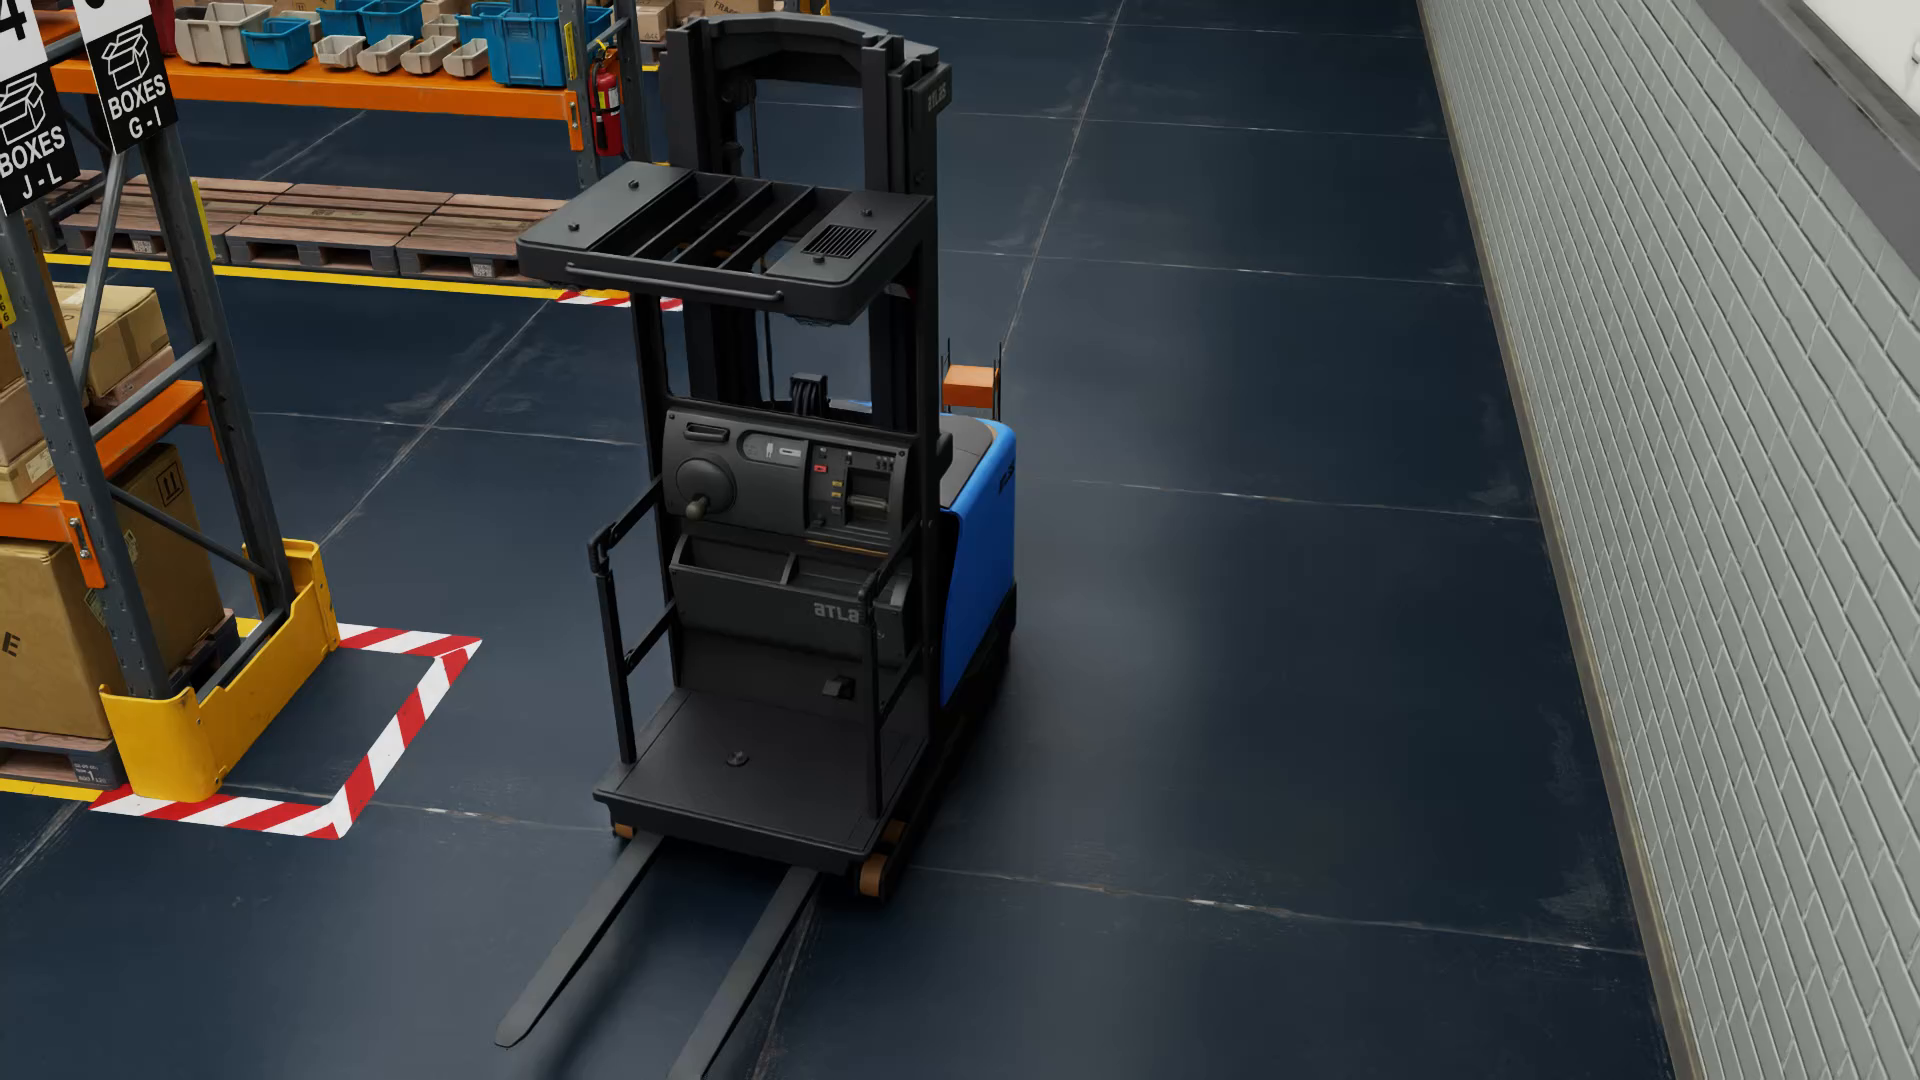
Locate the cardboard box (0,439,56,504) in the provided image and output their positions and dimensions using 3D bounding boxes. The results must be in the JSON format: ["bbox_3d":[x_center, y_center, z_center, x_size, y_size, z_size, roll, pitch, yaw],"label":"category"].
[{"bbox_3d":[-3.485,-0.301,6.140,0.250,0.149,0.380,6,33,9],"label":"cardboard box"}]

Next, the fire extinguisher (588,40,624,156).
[{"bbox_3d":[-2.174,-2.696,10.154,0.183,0.674,0.296,5,32,8],"label":"fire extinguisher"}]

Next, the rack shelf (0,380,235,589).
[{"bbox_3d":[-5.051,-0.421,6.774,4.000,0.370,1.077,5,32,8],"label":"rack shelf"}]

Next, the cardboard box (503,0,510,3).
[{"bbox_3d":[-4.003,-5.163,15.790,0.500,0.311,0.500,5,32,8],"label":"cardboard box"}]

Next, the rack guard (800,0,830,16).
[{"bbox_3d":[-1.484,-4.676,15.249,0.348,0.500,1.175,5,32,8],"label":"rack guard"}]

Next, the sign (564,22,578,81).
[{"bbox_3d":[-2.322,-2.918,9.931,0.005,0.325,0.100,5,32,8],"label":"sign"}]

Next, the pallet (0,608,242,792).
[{"bbox_3d":[-3.880,0.604,7.086,1.213,0.211,1.003,5,32,8],"label":"pallet"}]

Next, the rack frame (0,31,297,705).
[{"bbox_3d":[-3.079,-0.548,6.298,0.127,3.000,1.000,5,32,8],"label":"rack frame"}]

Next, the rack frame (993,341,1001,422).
[{"bbox_3d":[0.173,-0.429,7.946,0.008,1.050,0.200,5,32,8],"label":"rack frame"}]

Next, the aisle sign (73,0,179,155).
[{"bbox_3d":[-2.958,-1.800,5.848,0.004,0.787,0.394,5,32,8],"label":"aisle sign"}]

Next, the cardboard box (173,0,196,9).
[{"bbox_3d":[-7.368,-5.244,15.742,0.500,0.500,0.500,4,32,7],"label":"cardboard box"}]

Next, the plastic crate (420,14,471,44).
[{"bbox_3d":[-3.405,-3.378,11.012,0.298,0.136,0.250,5,32,8],"label":"plastic crate"}]

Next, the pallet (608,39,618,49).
[{"bbox_3d":[-3.469,-4.734,15.614,1.213,0.211,1.003,5,32,8],"label":"pallet"}]

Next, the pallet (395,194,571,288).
[{"bbox_3d":[-3.052,-2.050,11.326,1.213,0.211,1.003,5,32,8],"label":"pallet"}]

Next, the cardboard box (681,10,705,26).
[{"bbox_3d":[-2.370,-4.717,15.214,0.250,0.166,0.380,5,32,8],"label":"cardboard box"}]

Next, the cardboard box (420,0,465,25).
[{"bbox_3d":[-4.974,-4.982,15.501,0.500,0.311,0.500,5,32,8],"label":"cardboard box"}]

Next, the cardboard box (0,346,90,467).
[{"bbox_3d":[-3.601,-0.515,6.106,0.500,0.250,0.500,5,32,7],"label":"cardboard box"}]

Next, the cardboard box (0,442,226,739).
[{"bbox_3d":[-3.723,0.160,6.774,0.875,0.875,0.875,5,32,8],"label":"cardboard box"}]

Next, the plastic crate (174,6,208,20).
[{"bbox_3d":[-5.040,-3.444,11.129,0.590,0.125,0.437,5,32,8],"label":"plastic crate"}]

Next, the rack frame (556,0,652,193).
[{"bbox_3d":[-2.246,-3.138,10.436,0.127,3.000,1.000,5,32,8],"label":"rack frame"}]

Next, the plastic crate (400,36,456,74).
[{"bbox_3d":[-3.363,-3.063,10.509,0.243,0.136,0.396,5,32,8],"label":"plastic crate"}]

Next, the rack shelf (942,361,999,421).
[{"bbox_3d":[0.053,-0.672,7.819,0.240,0.259,0.215,5,32,8],"label":"rack shelf"}]

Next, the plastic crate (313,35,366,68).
[{"bbox_3d":[-3.937,-3.092,10.555,0.250,0.136,0.298,5,32,8],"label":"plastic crate"}]

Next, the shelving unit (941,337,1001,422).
[{"bbox_3d":[0.053,-0.440,7.964,0.252,1.050,0.215,5,32,8],"label":"shelving unit"}]

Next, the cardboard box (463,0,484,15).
[{"bbox_3d":[-4.742,-5.310,15.847,0.500,0.500,0.500,5,32,8],"label":"cardboard box"}]

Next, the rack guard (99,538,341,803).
[{"bbox_3d":[-3.055,0.514,6.957,0.348,0.500,1.175,5,32,8],"label":"rack guard"}]

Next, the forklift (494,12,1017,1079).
[{"bbox_3d":[-0.693,-0.164,5.750,1.130,2.935,3.031,10,33,15],"label":"forklift"}]

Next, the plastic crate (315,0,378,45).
[{"bbox_3d":[-4.027,-3.431,11.006,0.300,0.233,0.416,5,32,8],"label":"plastic crate"}]

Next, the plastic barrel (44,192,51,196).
[{"bbox_3d":[-6.722,-2.841,11.544,0.708,0.901,0.600,5,32,8],"label":"plastic barrel"}]

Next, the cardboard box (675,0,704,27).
[{"bbox_3d":[-2.390,-4.991,15.573,0.500,0.250,0.500,5,32,8],"label":"cardboard box"}]

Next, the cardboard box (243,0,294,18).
[{"bbox_3d":[-6.372,-5.155,15.600,0.500,0.500,0.500,5,32,8],"label":"cardboard box"}]

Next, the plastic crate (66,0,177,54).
[{"bbox_3d":[-5.351,-3.337,10.637,0.583,0.464,0.402,5,32,8],"label":"plastic crate"}]

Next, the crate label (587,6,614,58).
[{"bbox_3d":[-2.434,-3.287,10.775,0.303,0.233,0.416,5,32,8],"label":"crate label"}]

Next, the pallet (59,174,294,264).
[{"bbox_3d":[-5.457,-2.268,11.674,1.213,0.211,1.003,5,32,8],"label":"pallet"}]
